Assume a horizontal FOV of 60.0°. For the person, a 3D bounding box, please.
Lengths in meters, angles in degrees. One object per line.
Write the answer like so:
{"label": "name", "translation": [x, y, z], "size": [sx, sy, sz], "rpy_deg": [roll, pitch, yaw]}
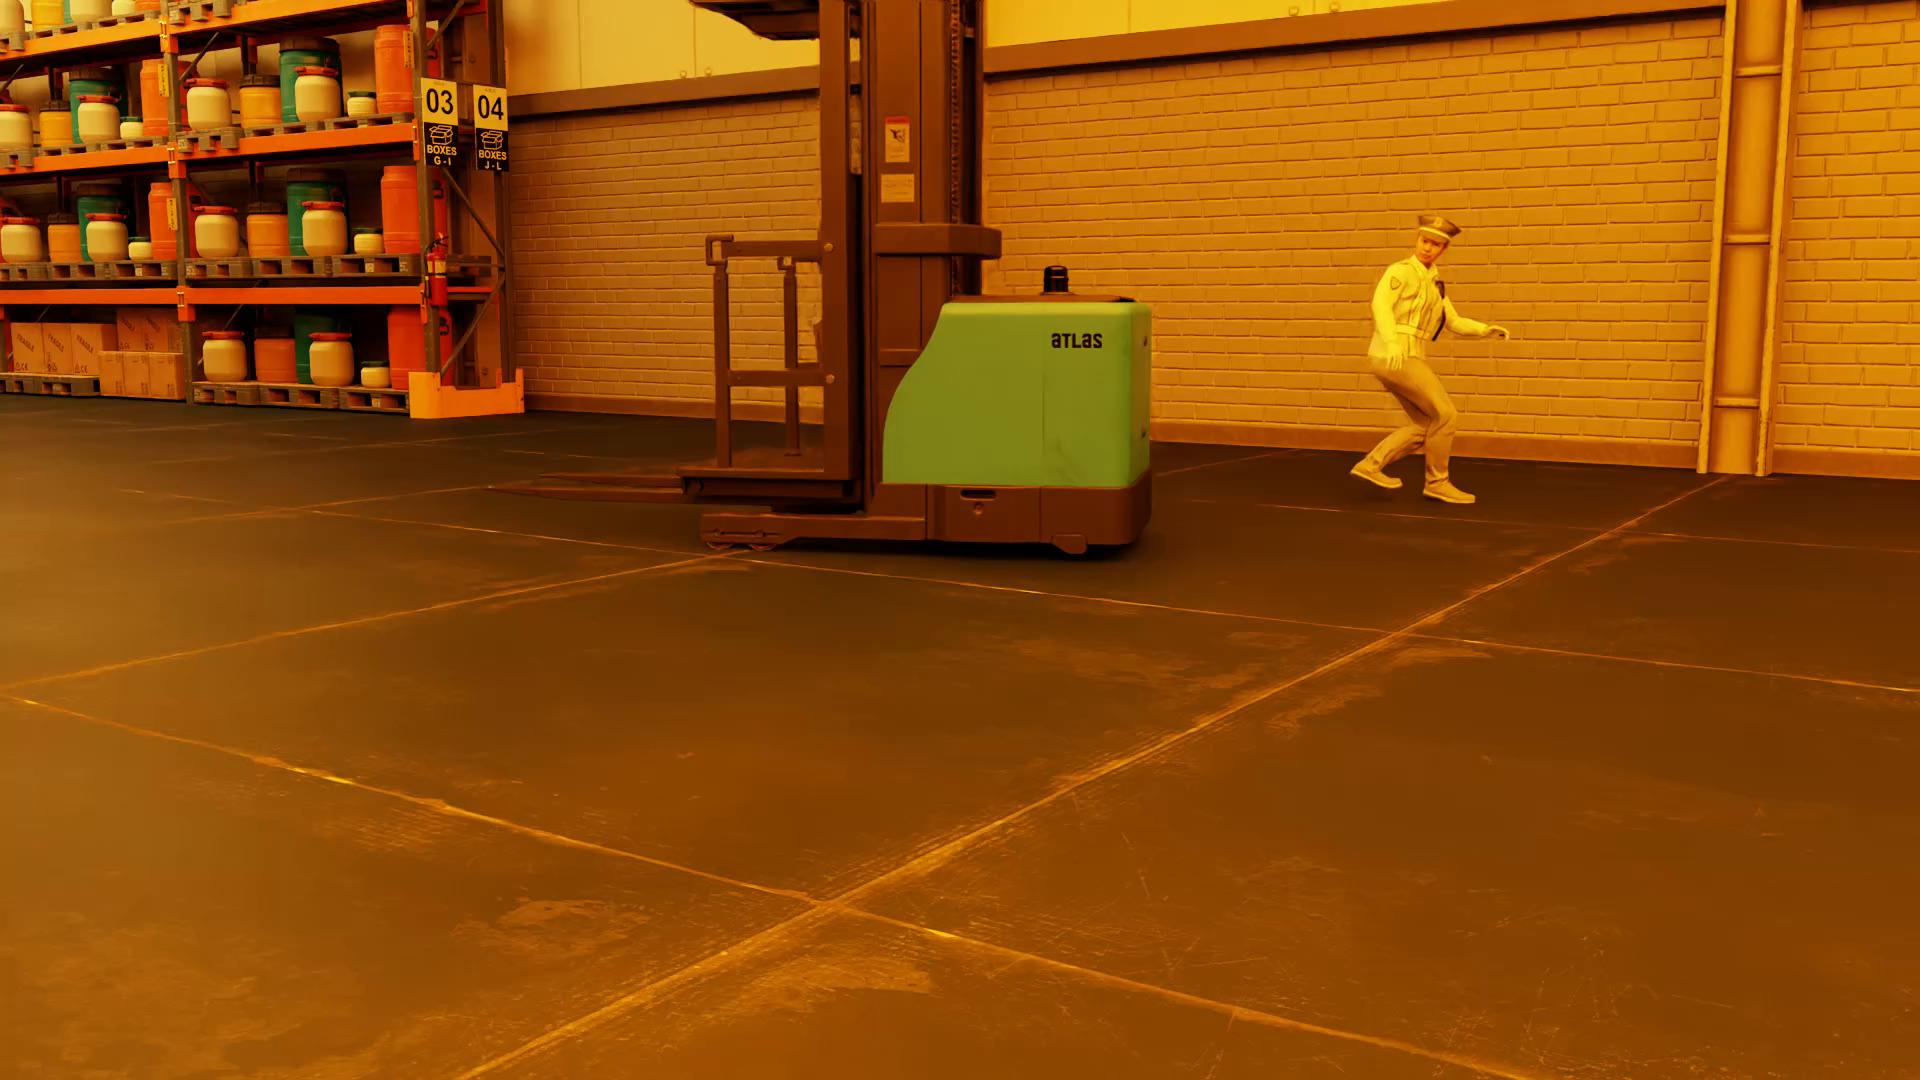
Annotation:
{"label": "person", "translation": [2.510, -0.963, 8.930], "size": [0.802, 1.552, 0.814], "rpy_deg": [4, 9, 25]}

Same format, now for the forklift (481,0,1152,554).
{"label": "forklift", "translation": [-0.669, -1.471, 7.535], "size": [3.031, 2.935, 1.130], "rpy_deg": [2, 8, 12]}
